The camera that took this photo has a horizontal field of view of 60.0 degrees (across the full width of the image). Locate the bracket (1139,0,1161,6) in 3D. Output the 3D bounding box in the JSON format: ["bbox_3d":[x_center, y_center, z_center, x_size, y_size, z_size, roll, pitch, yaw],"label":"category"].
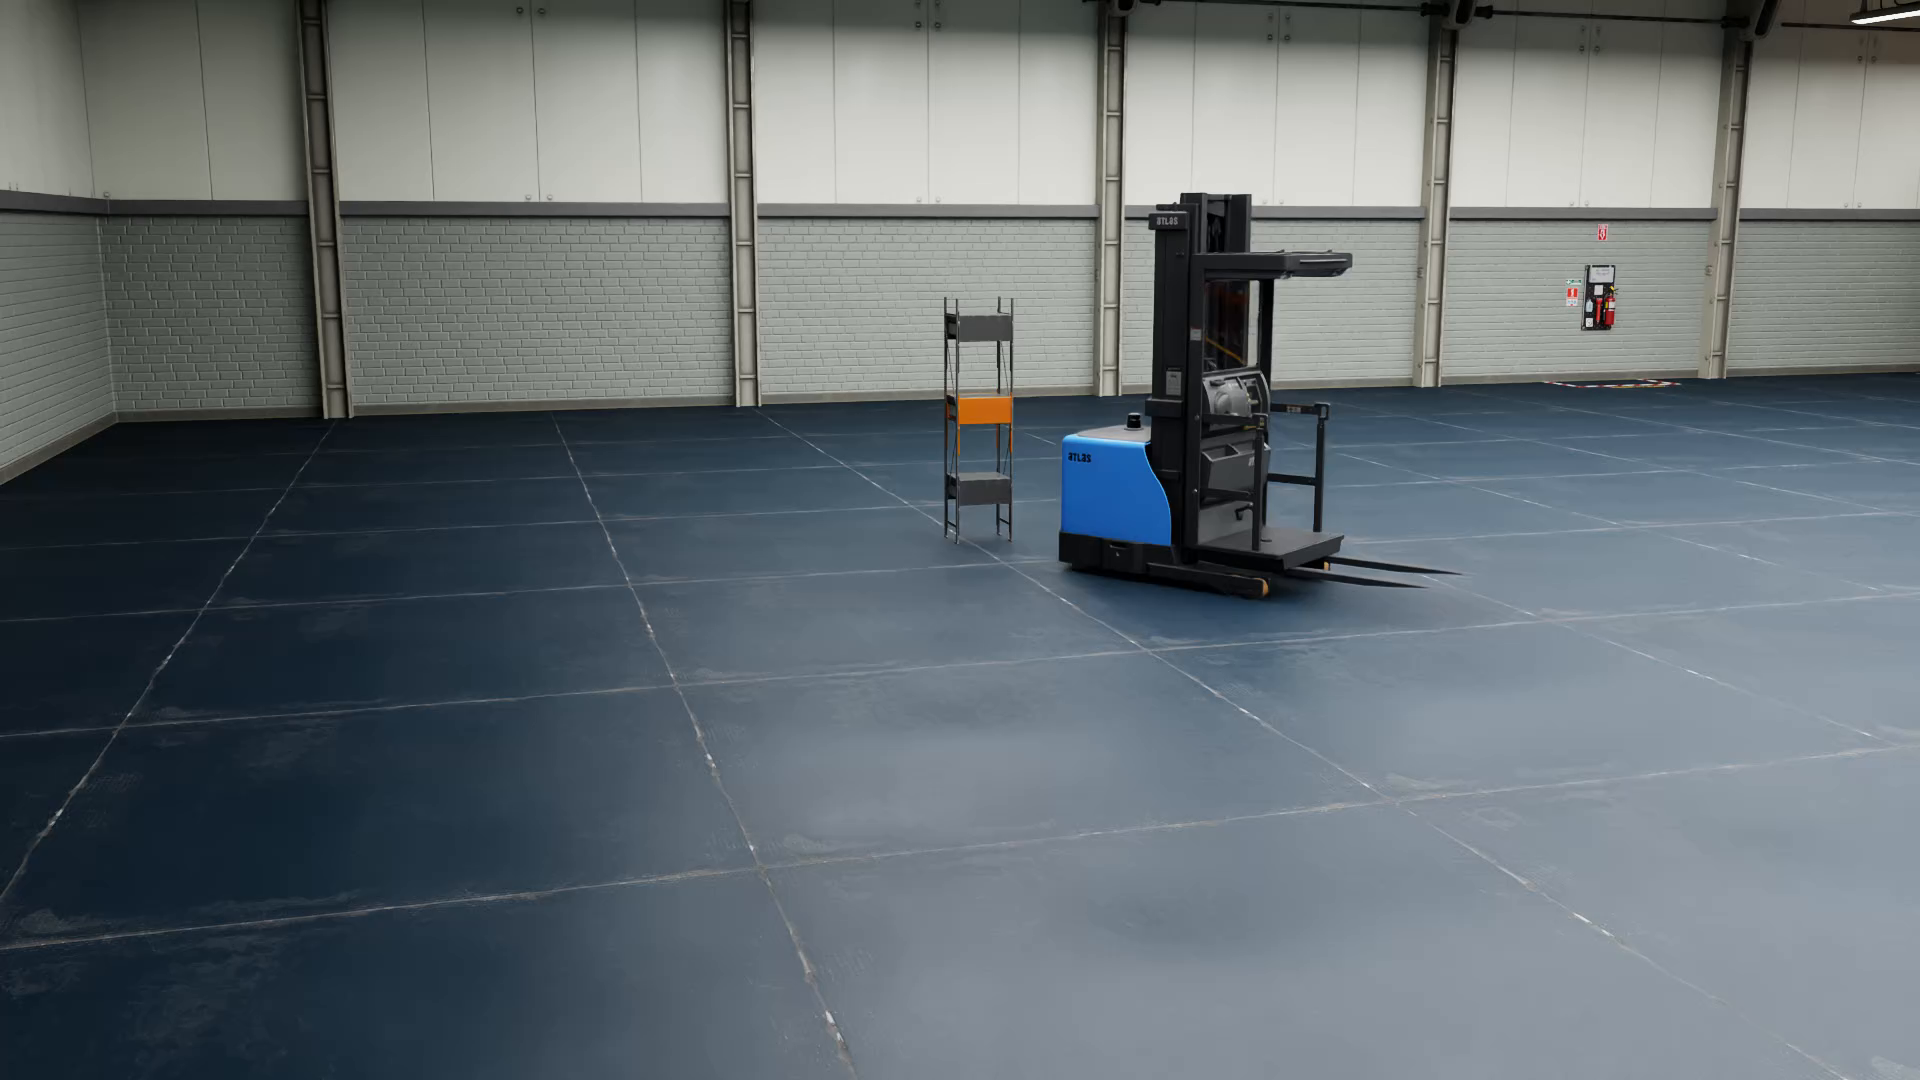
[{"bbox_3d":[2.939,-8.559,26.244,0.430,0.232,0.235,-3,11,-16],"label":"bracket"}]

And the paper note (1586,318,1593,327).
[{"bbox_3d":[11.391,-3.938,30.086,0.142,0.148,0.016,-3,11,-16],"label":"paper note"}]

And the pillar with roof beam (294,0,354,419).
[{"bbox_3d":[-7.877,-5.474,19.427,0.400,9.000,9.100,-3,11,-16],"label":"pillar with roof beam"}]

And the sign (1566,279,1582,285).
[{"bbox_3d":[11.027,-4.635,29.877,0.331,0.109,0.001,-3,11,-16],"label":"sign"}]

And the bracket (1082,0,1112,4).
[{"bbox_3d":[2.142,-8.517,26.016,0.430,0.232,0.235,-3,11,-16],"label":"bracket"}]

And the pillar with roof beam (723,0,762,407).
[{"bbox_3d":[-2.116,-5.778,21.077,0.548,9.000,9.100,-3,11,-16],"label":"pillar with roof beam"}]

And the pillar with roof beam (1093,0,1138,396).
[{"bbox_3d":[3.645,-6.081,22.726,0.548,9.000,9.100,-3,11,-16],"label":"pillar with roof beam"}]

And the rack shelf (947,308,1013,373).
[{"bbox_3d":[0.159,-1.716,14.278,0.480,0.518,0.431,-3,11,-16],"label":"rack shelf"}]

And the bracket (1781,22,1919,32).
[{"bbox_3d":[16.935,-9.297,30.251,4.783,0.066,0.076,-3,11,-16],"label":"bracket"}]

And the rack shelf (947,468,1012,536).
[{"bbox_3d":[0.159,-0.339,14.531,0.480,0.518,0.431,-3,11,-16],"label":"rack shelf"}]

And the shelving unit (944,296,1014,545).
[{"bbox_3d":[0.159,-1.041,14.402,0.503,2.100,0.431,-3,11,-16],"label":"shelving unit"}]

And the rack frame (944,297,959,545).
[{"bbox_3d":[-0.075,-1.029,14.335,0.015,2.100,0.400,-3,11,-16],"label":"rack frame"}]

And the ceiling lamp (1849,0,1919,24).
[{"bbox_3d":[13.933,-9.371,24.471,0.800,3.185,2.000,-3,11,-16],"label":"ceiling lamp"}]

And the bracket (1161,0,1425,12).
[{"bbox_3d":[5.413,-8.690,26.952,4.783,0.066,0.076,-3,11,-16],"label":"bracket"}]

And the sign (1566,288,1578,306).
[{"bbox_3d":[11.020,-4.376,29.932,0.234,0.329,0.001,-3,11,-16],"label":"sign"}]

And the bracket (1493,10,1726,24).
[{"bbox_3d":[11.174,-8.993,28.601,4.783,0.066,0.076,-3,11,-16],"label":"bracket"}]

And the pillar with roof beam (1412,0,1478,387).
[{"bbox_3d":[9.406,-6.385,24.375,0.548,9.000,9.100,-3,11,-16],"label":"pillar with roof beam"}]

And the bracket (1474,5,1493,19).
[{"bbox_3d":[8.700,-8.863,27.893,0.430,0.232,0.235,-3,11,-16],"label":"bracket"}]

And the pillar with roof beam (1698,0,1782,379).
[{"bbox_3d":[15.167,-6.689,26.024,0.548,9.000,9.100,-3,11,-16],"label":"pillar with roof beam"}]

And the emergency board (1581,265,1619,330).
[{"bbox_3d":[11.580,-4.368,29.989,0.643,1.169,0.194,-3,11,-16],"label":"emergency board"}]

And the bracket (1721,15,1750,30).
[{"bbox_3d":[13.664,-9.125,29.314,0.430,0.232,0.235,-3,11,-16],"label":"bracket"}]

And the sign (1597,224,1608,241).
[{"bbox_3d":[11.544,-5.525,29.871,0.199,0.298,0.001,-3,11,-16],"label":"sign"}]

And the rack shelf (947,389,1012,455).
[{"bbox_3d":[0.159,-1.028,14.404,0.480,0.518,0.431,-3,11,-16],"label":"rack shelf"}]

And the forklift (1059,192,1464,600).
[{"bbox_3d":[2.259,-1.111,12.484,3.031,2.935,1.130,8,13,37],"label":"forklift"}]

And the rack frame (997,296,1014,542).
[{"bbox_3d":[0.393,-1.053,14.469,0.015,2.100,0.400,-3,11,-16],"label":"rack frame"}]

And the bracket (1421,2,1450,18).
[{"bbox_3d":[7.903,-8.821,27.665,0.430,0.232,0.235,-3,11,-16],"label":"bracket"}]
